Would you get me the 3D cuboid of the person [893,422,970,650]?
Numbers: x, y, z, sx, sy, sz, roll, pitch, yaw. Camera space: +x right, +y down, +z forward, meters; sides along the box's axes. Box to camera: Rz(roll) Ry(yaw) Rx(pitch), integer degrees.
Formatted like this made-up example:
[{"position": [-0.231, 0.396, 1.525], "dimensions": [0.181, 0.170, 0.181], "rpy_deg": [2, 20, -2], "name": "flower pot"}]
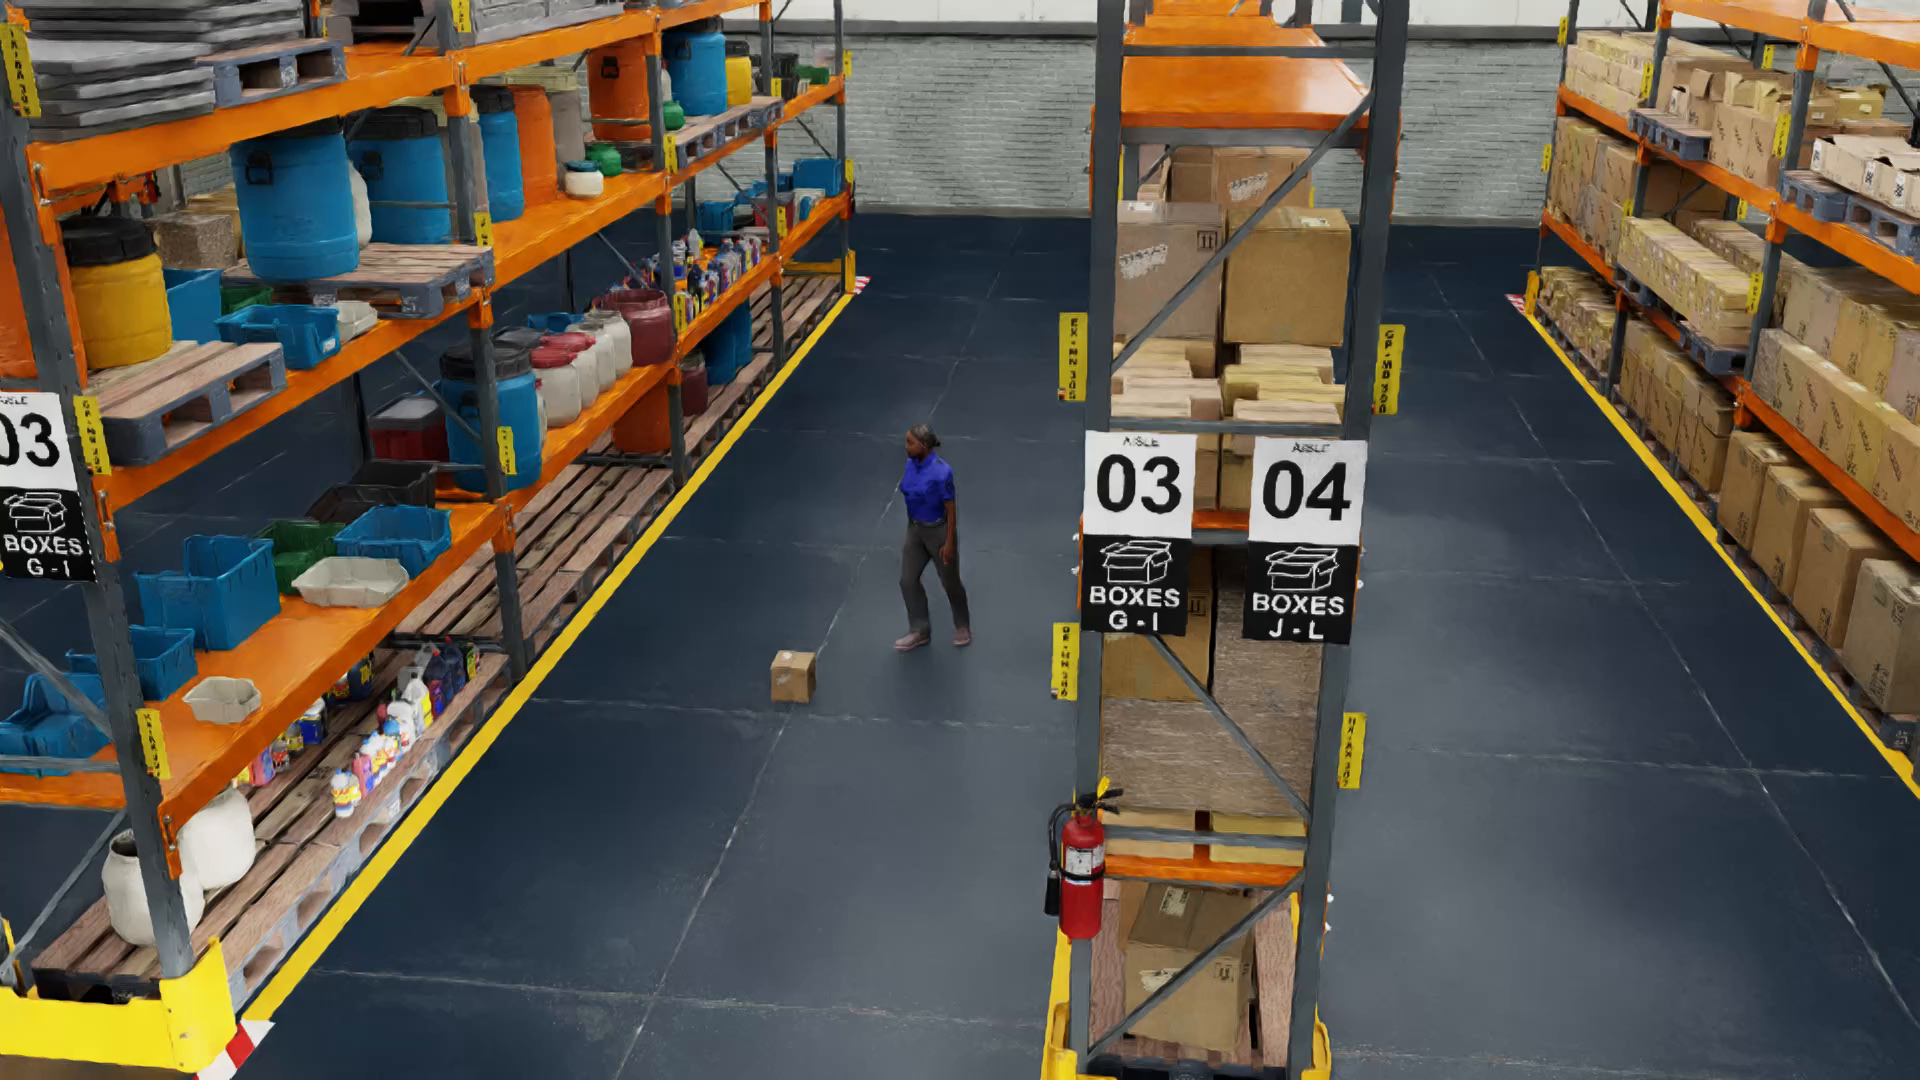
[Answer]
[{"position": [-0.188, -0.033, 11.593], "dimensions": [0.475, 1.637, 0.562], "rpy_deg": [18, 28, 39], "name": "person"}]
